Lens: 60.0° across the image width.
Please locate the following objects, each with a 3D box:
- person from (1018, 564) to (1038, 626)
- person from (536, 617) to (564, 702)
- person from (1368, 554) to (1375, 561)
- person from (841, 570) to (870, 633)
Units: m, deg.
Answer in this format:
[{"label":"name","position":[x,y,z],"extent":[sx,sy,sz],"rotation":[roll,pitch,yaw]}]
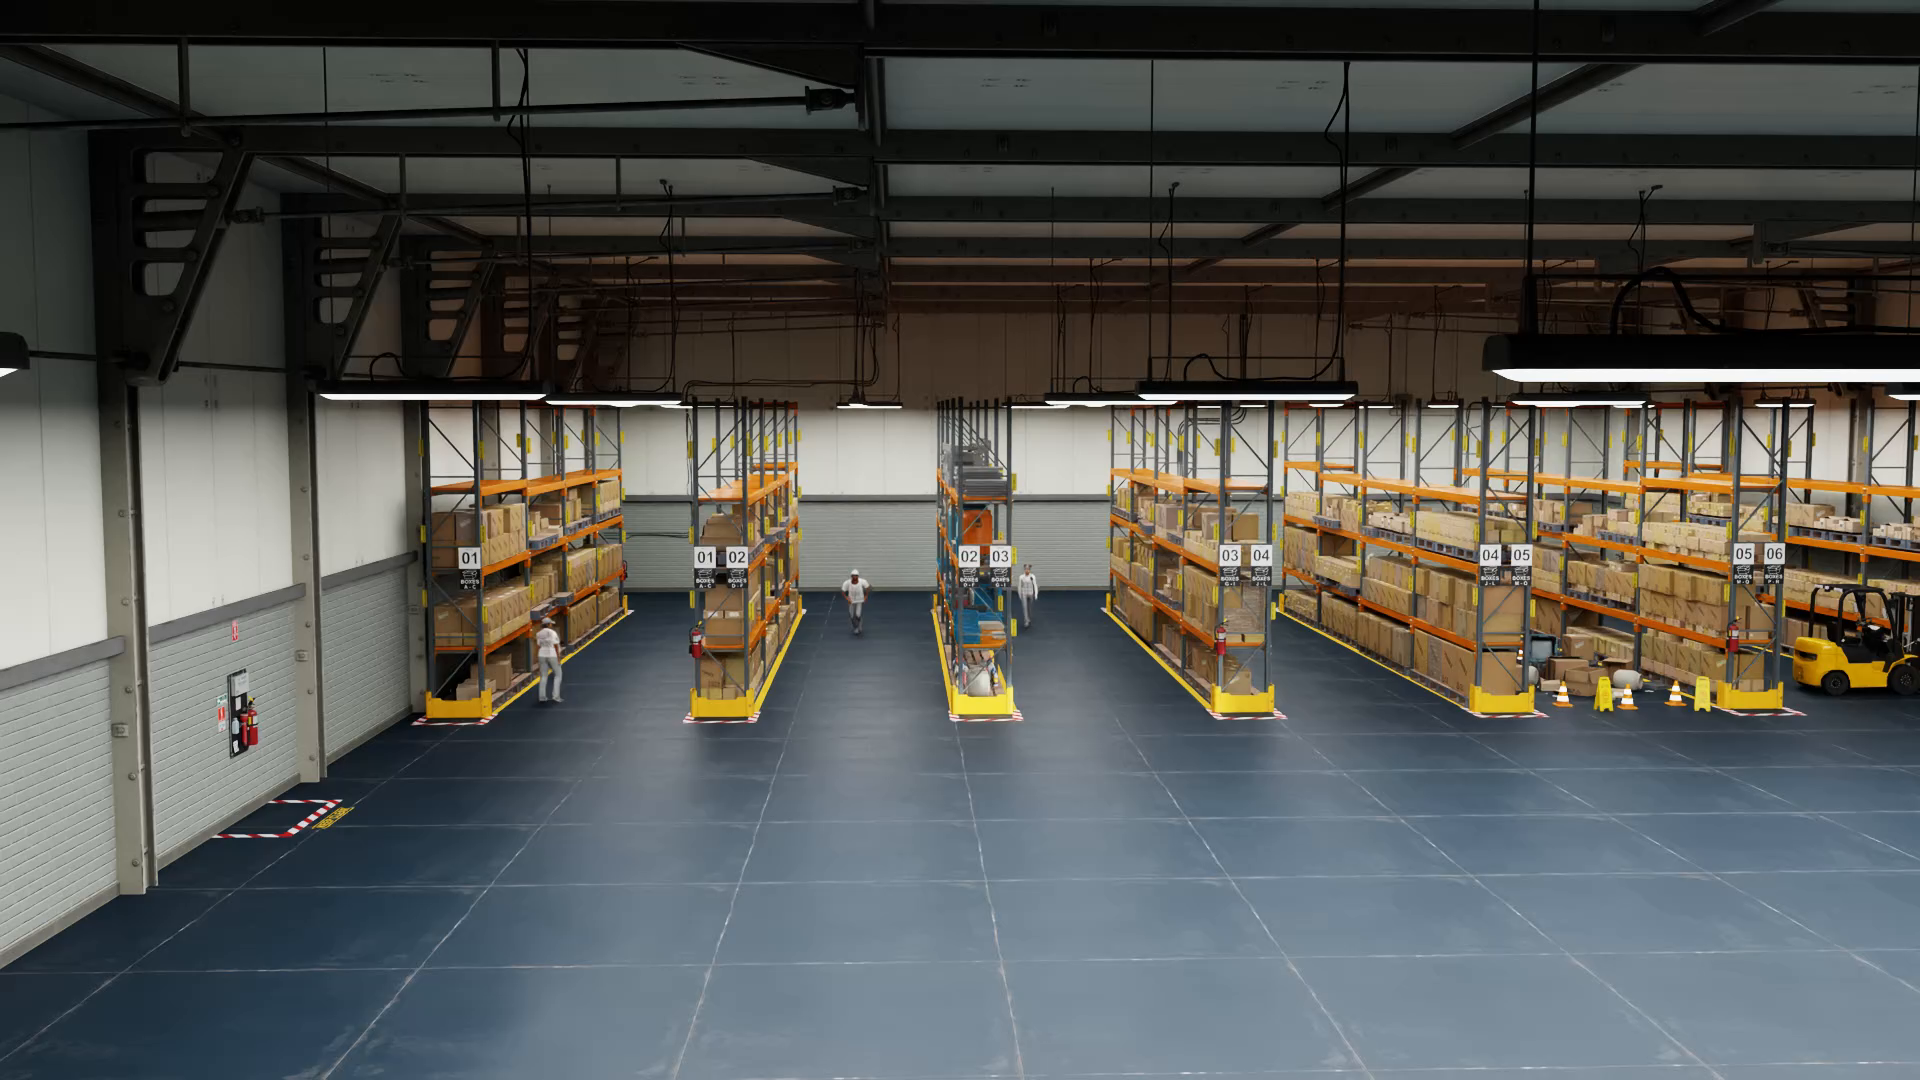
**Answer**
[{"label":"person","position":[1.822,1.451,44.513],"extent":[0.512,1.623,1.034],"rotation":[0,4,-5]},{"label":"person","position":[-8.124,2.387,32.803],"extent":[0.530,1.715,0.506],"rotation":[1,5,16]},{"label":"person","position":[11.518,1.272,46.406],"extent":[0.596,1.756,0.633],"rotation":[-1,5,-18]},{"label":"person","position":[-2.689,1.583,42.849],"extent":[0.705,1.666,0.694],"rotation":[0,4,6]}]
